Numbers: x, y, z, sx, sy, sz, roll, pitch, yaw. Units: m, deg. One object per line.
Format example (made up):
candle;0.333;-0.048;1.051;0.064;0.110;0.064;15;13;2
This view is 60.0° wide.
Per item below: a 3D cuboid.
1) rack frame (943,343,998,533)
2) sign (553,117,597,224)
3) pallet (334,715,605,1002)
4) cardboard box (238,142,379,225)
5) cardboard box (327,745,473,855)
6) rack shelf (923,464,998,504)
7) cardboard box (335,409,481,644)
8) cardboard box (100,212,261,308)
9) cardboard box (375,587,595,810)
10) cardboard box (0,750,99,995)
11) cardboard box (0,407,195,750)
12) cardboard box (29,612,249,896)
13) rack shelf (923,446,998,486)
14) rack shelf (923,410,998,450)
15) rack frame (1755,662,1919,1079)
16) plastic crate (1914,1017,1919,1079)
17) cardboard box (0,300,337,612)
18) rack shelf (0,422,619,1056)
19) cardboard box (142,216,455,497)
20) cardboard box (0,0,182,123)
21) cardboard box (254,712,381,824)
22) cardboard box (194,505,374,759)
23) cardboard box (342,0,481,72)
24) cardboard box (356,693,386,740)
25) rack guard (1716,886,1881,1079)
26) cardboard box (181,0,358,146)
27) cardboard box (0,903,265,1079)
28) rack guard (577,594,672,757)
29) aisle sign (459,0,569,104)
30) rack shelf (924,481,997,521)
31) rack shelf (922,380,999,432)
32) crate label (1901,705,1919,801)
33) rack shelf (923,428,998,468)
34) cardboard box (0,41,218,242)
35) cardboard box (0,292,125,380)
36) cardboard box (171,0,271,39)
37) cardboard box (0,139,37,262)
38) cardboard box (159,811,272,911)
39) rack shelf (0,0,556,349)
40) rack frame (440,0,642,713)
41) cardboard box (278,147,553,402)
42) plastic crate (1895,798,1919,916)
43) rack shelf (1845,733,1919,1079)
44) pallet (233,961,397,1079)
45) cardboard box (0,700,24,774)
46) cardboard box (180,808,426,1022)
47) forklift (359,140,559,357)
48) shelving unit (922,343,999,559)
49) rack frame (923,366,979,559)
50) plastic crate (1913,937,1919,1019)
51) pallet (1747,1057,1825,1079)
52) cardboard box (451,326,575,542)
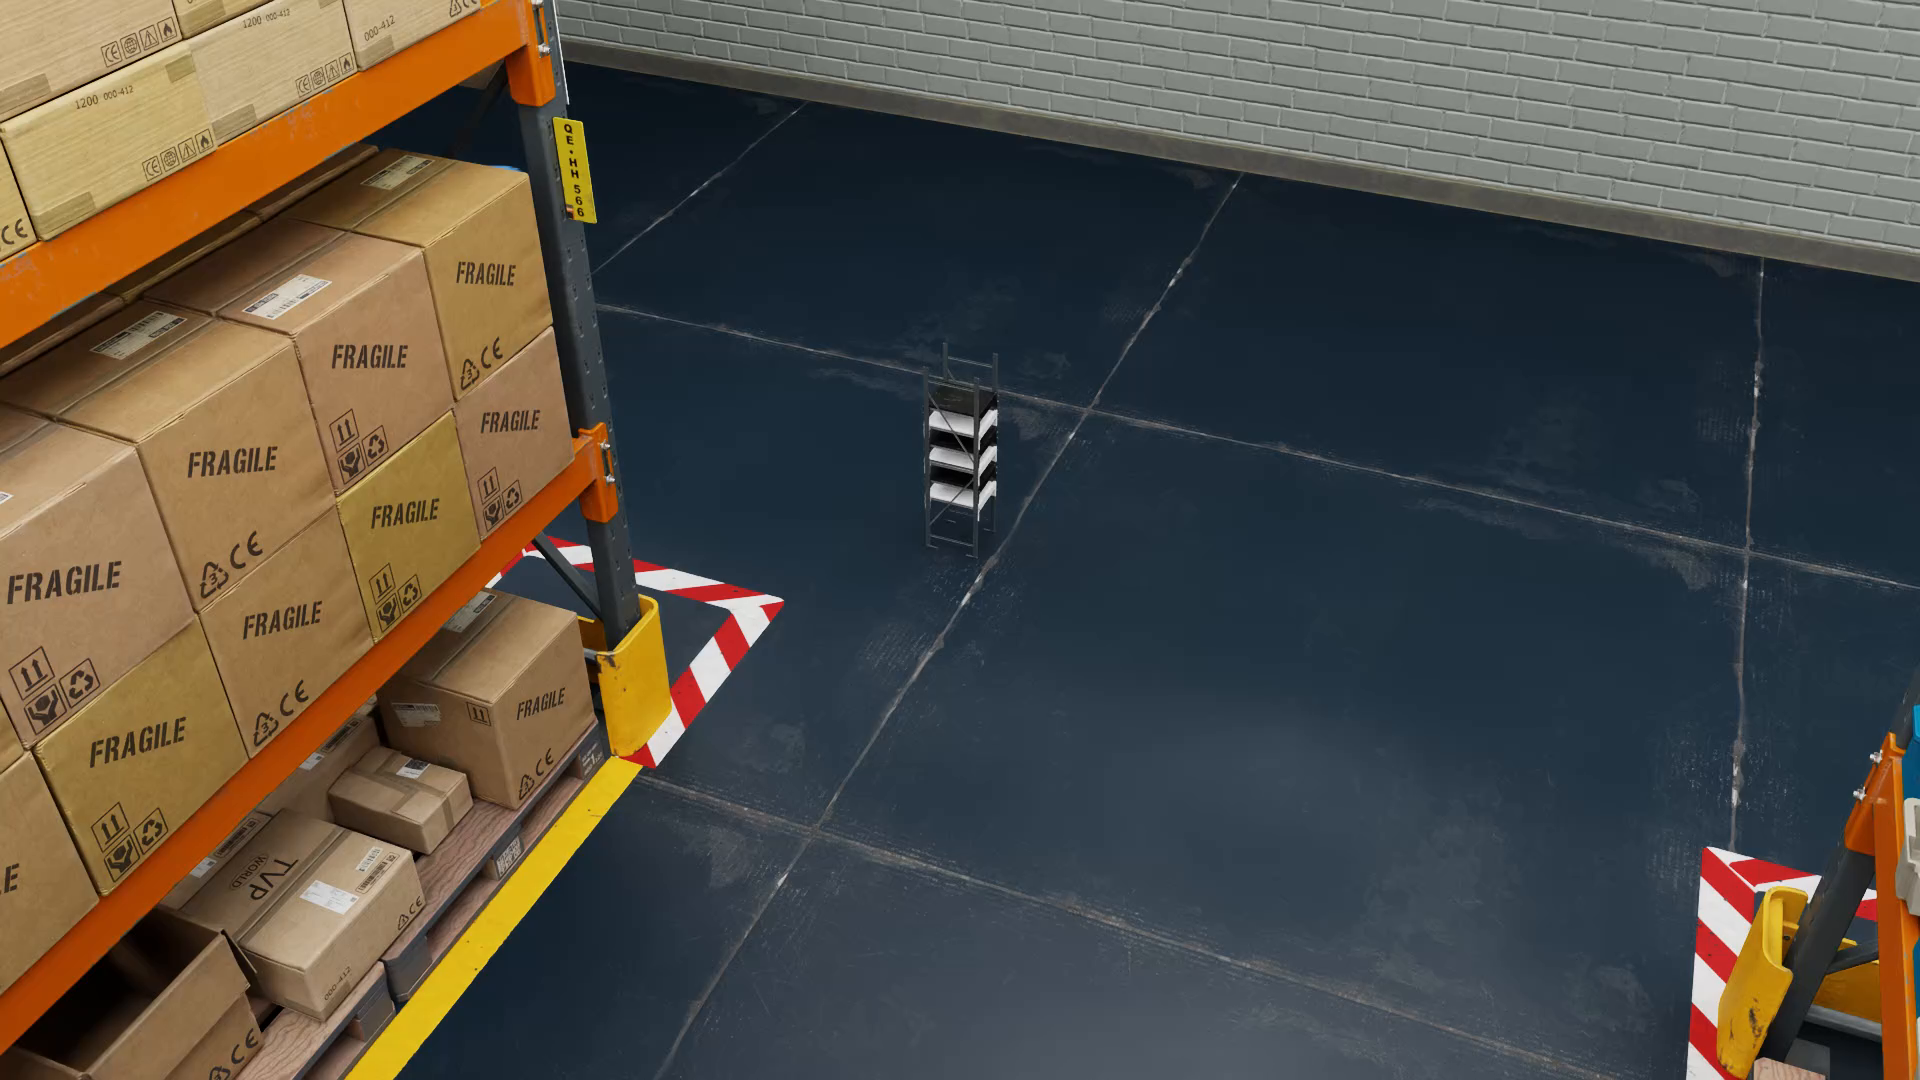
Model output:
rack frame;0.042;-0.421;7.062;0.240;0.900;0.006;14;39;18
sign;-1.156;-1.108;4.996;0.100;0.325;0.005;14;39;18
pallet;-1.993;0.946;5.809;1.003;0.211;1.213;14;39;18
cardboard box;-2.075;-0.910;5.043;0.500;0.500;0.500;15;39;19
cardboard box;-1.879;0.864;5.587;0.380;0.166;0.250;14;39;18
rack shelf;0.003;-0.266;7.060;0.258;0.077;0.200;14;39;18
cardboard box;-1.775;-0.097;4.791;0.500;0.500;0.500;14;39;18
cardboard box;-2.267;-0.619;4.654;0.500;0.500;0.500;14;39;18
cardboard box;-1.641;0.527;5.760;0.500;0.500;0.500;14;39;18
cardboard box;-2.354;0.739;3.673;0.500;0.500;0.500;14;39;18
cardboard box;-2.157;0.066;3.738;0.500;0.500;0.500;15;39;19
cardboard box;-2.162;0.457;4.050;0.500;0.500;0.500;13;39;17
rack shelf;0.003;-0.338;7.007;0.258;0.077;0.200;14;39;18
rack shelf;0.003;-0.482;6.899;0.258;0.077;0.200;14;39;18
rack frame;2.917;0.475;4.109;1.000;3.000;0.127;14;39;18
plastic crate;2.062;1.153;3.372;0.250;0.136;0.298;14;39;18
cardboard box;-1.962;-0.219;4.118;0.500;0.500;0.500;15;39;19
rack shelf;-2.423;0.740;4.355;1.077;0.370;4.000;14;39;18
cardboard box;-1.769;-0.507;4.504;0.500;0.500;0.500;15;39;19
cardboard box;-2.006;-1.101;3.420;0.500;0.250;0.500;14;39;18
cardboard box;-2.322;0.783;5.626;0.500;0.250;0.500;14;39;18
cardboard box;-1.970;0.178;4.423;0.500;0.500;0.500;14;39;18
cardboard box;-1.614;-1.452;4.307;0.500;0.250;0.500;14;39;18
cardboard box;-2.234;0.596;5.947;0.380;0.166;0.250;14;39;18
rack guard;2.914;1.460;4.879;1.175;0.500;0.348;14;39;18
cardboard box;-1.814;-1.178;3.940;0.500;0.250;0.500;14;39;18
cardboard box;-2.474;1.342;4.667;0.797;0.503;0.637;14;39;18
rack guard;-1.691;0.388;6.313;1.175;0.500;0.348;14;39;18
aisle sign;-1.353;-1.664;4.800;0.394;0.787;0.004;14;39;18
rack shelf;0.003;-0.194;7.114;0.258;0.077;0.200;14;39;18
rack shelf;0.003;-0.555;6.845;0.258;0.077;0.200;14;39;18
crate label;2.519;0.580;4.058;0.416;0.233;0.303;14;39;18
rack shelf;0.003;-0.410;6.953;0.258;0.077;0.200;14;39;18
cardboard box;-1.992;-0.898;3.566;0.500;0.250;0.500;14;39;18
cardboard box;-2.462;-0.343;4.285;0.500;0.500;0.500;14;39;18
cardboard box;-1.812;-1.377;3.789;0.500;0.250;0.500;14;39;18
cardboard box;-2.198;-0.625;3.200;0.500;0.250;0.500;14;39;18
cardboard box;-2.512;1.060;5.255;0.500;0.250;0.500;14;39;18
rack shelf;-2.423;-0.461;3.457;1.077;0.370;4.000;14;39;18
rack frame;-1.662;-0.655;5.621;1.000;3.000;0.127;14;39;18
cardboard box;-1.577;-0.787;4.878;0.500;0.500;0.500;14;39;17
plastic crate;2.320;0.777;3.875;0.250;0.136;0.298;14;39;18
rack shelf;2.156;1.871;2.842;1.077;0.370;4.000;14;39;18
pallet;-2.459;1.619;4.908;1.003;0.211;1.213;14;39;18
cardboard box;-2.353;0.352;3.355;0.500;0.500;0.500;13;39;16
cardboard box;-2.030;1.146;5.140;0.500;0.250;0.500;14;39;18
forklift;-3.538;-1.826;7.244;3.031;2.935;1.130;2;37;2
shelving unit;0.003;-0.365;6.987;0.258;0.900;0.210;14;39;18
rack frame;-0.036;-0.309;6.911;0.240;0.900;0.006;14;39;18
plastic crate;2.268;0.945;3.571;0.416;0.233;0.300;14;39;18
pallet;2.568;2.040;4.344;1.003;0.211;1.213;14;39;18
cardboard box;-1.581;-0.385;5.176;0.500;0.500;0.500;15;39;19
